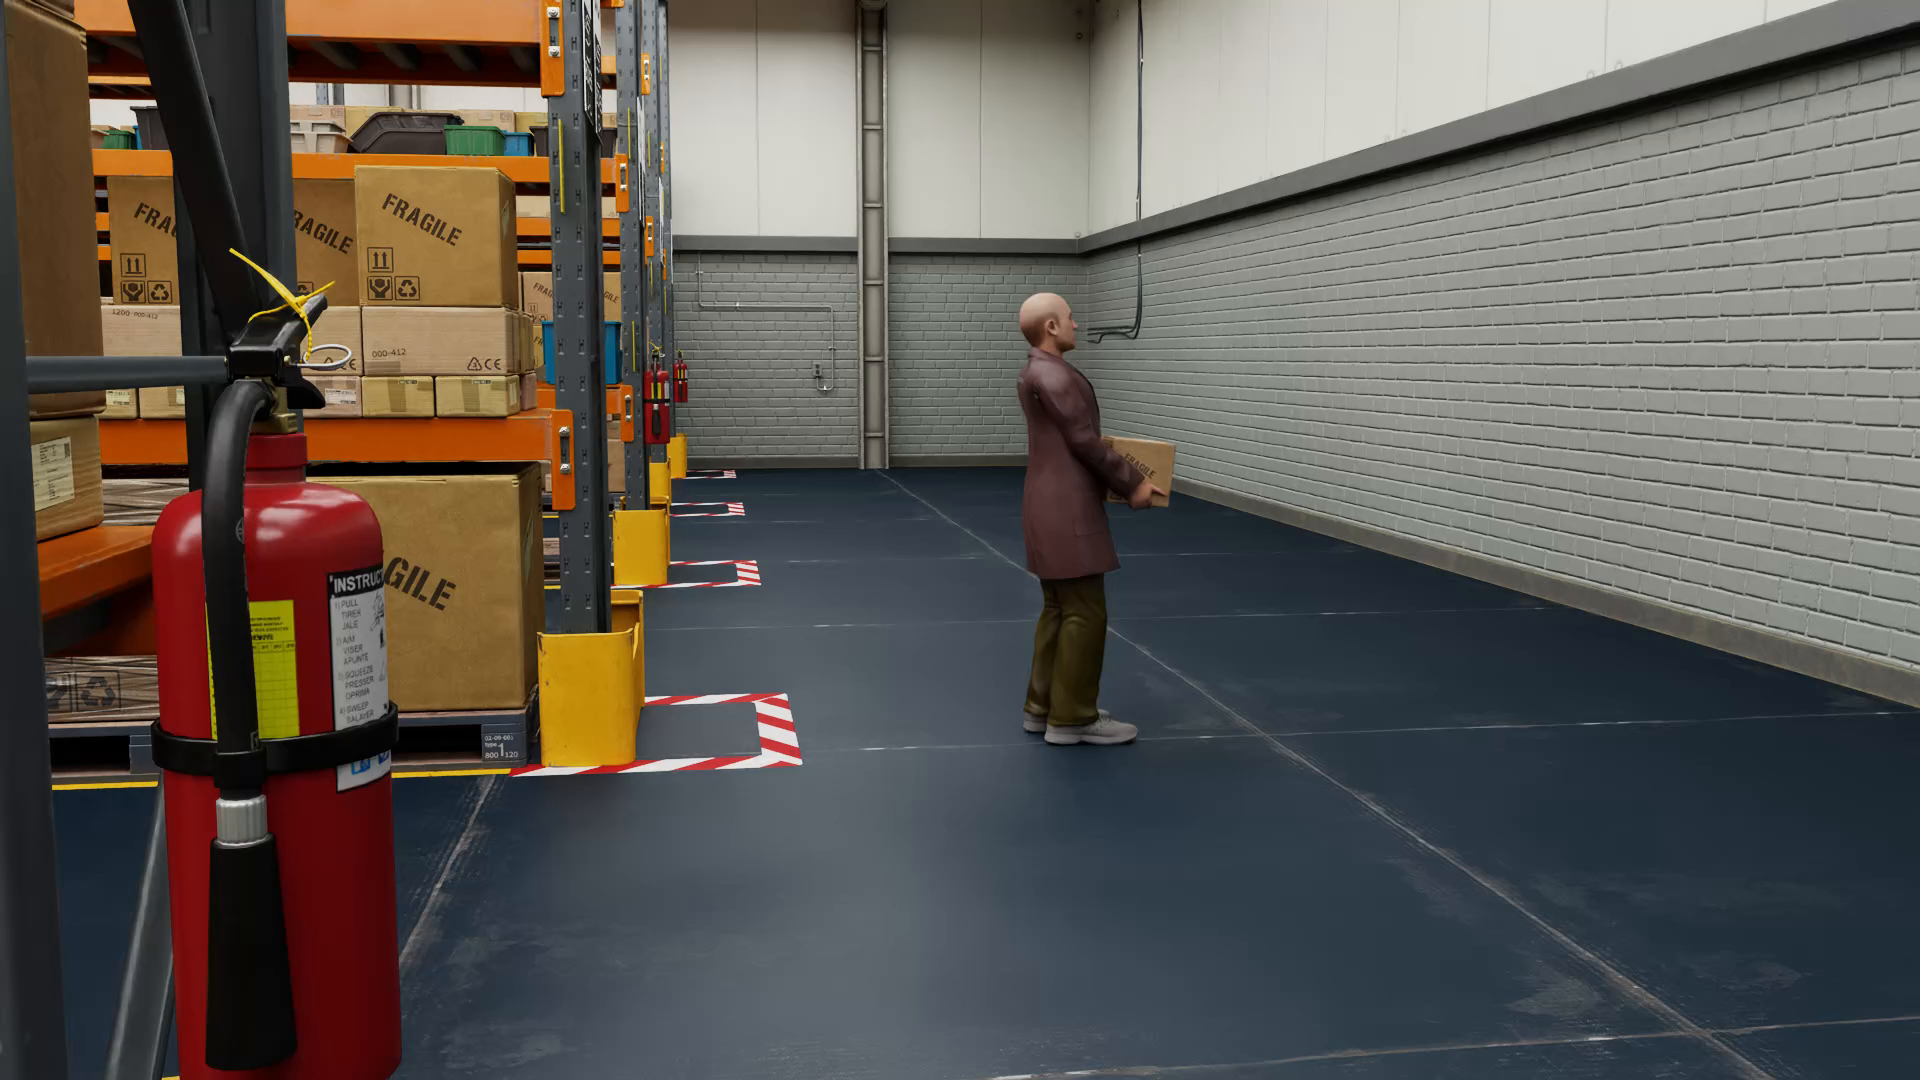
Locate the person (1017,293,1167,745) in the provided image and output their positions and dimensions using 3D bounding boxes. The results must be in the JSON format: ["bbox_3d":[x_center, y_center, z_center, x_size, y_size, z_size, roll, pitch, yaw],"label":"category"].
[{"bbox_3d":[0.510,-0.091,6.616,0.563,1.769,0.527,-1,6,-8],"label":"person"}]
